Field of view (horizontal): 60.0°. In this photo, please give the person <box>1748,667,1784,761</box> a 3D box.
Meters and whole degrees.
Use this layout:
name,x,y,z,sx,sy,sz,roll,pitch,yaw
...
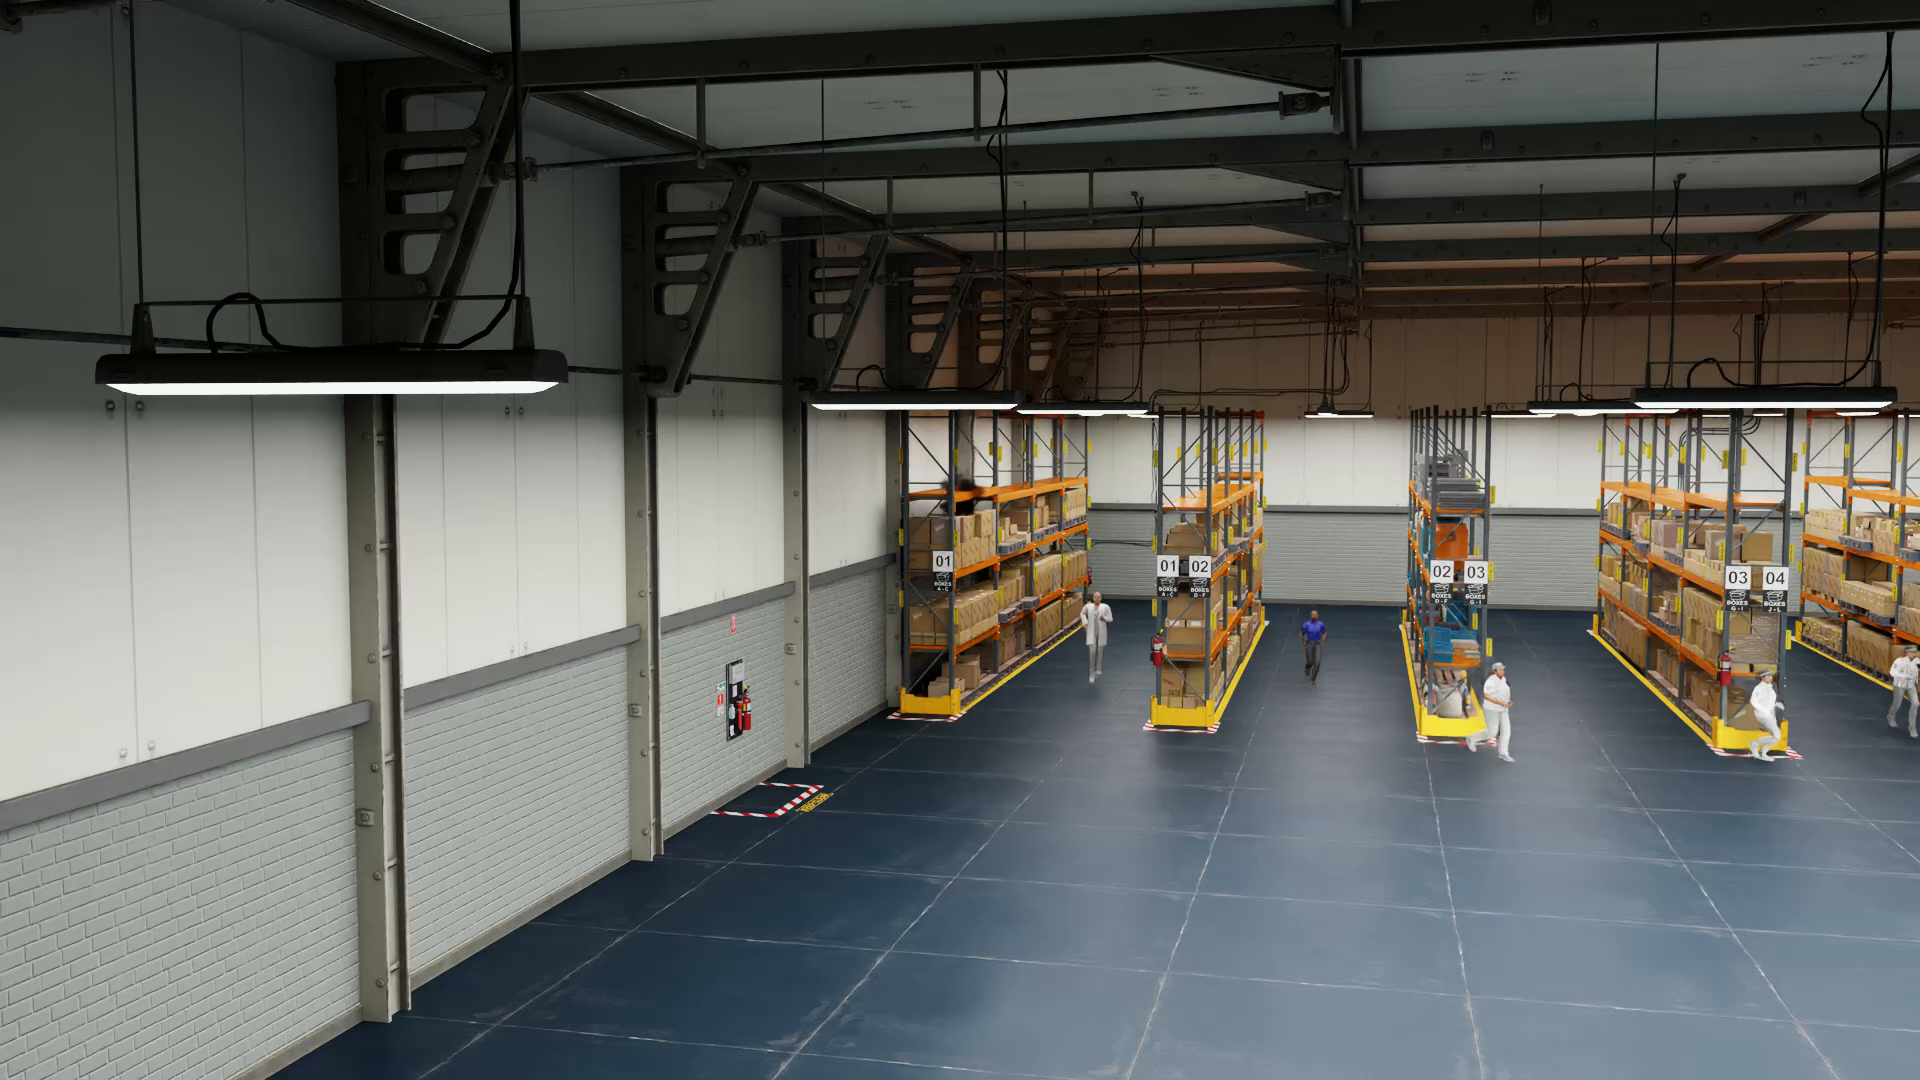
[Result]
name,x,y,z,sx,sy,sz,roll,pitch,yaw
person,13.500,2.924,27.854,0.522,1.625,0.622,3,5,35

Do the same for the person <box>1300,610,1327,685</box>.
name,x,y,z,sx,sy,sz,roll,pitch,yaw
person,7.714,2.330,36.284,0.582,1.618,0.578,0,4,3

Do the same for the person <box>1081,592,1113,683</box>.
name,x,y,z,sx,sy,sz,roll,pitch,yaw
person,2.891,2.049,35.224,0.682,1.897,0.779,0,4,5

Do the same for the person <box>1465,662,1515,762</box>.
name,x,y,z,sx,sy,sz,roll,pitch,yaw
person,9.048,2.892,28.194,0.615,1.669,0.828,-3,5,-39

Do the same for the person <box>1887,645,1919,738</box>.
name,x,y,z,sx,sy,sz,roll,pitch,yaw
person,17.268,2.717,30.437,0.612,1.695,0.992,1,4,7
